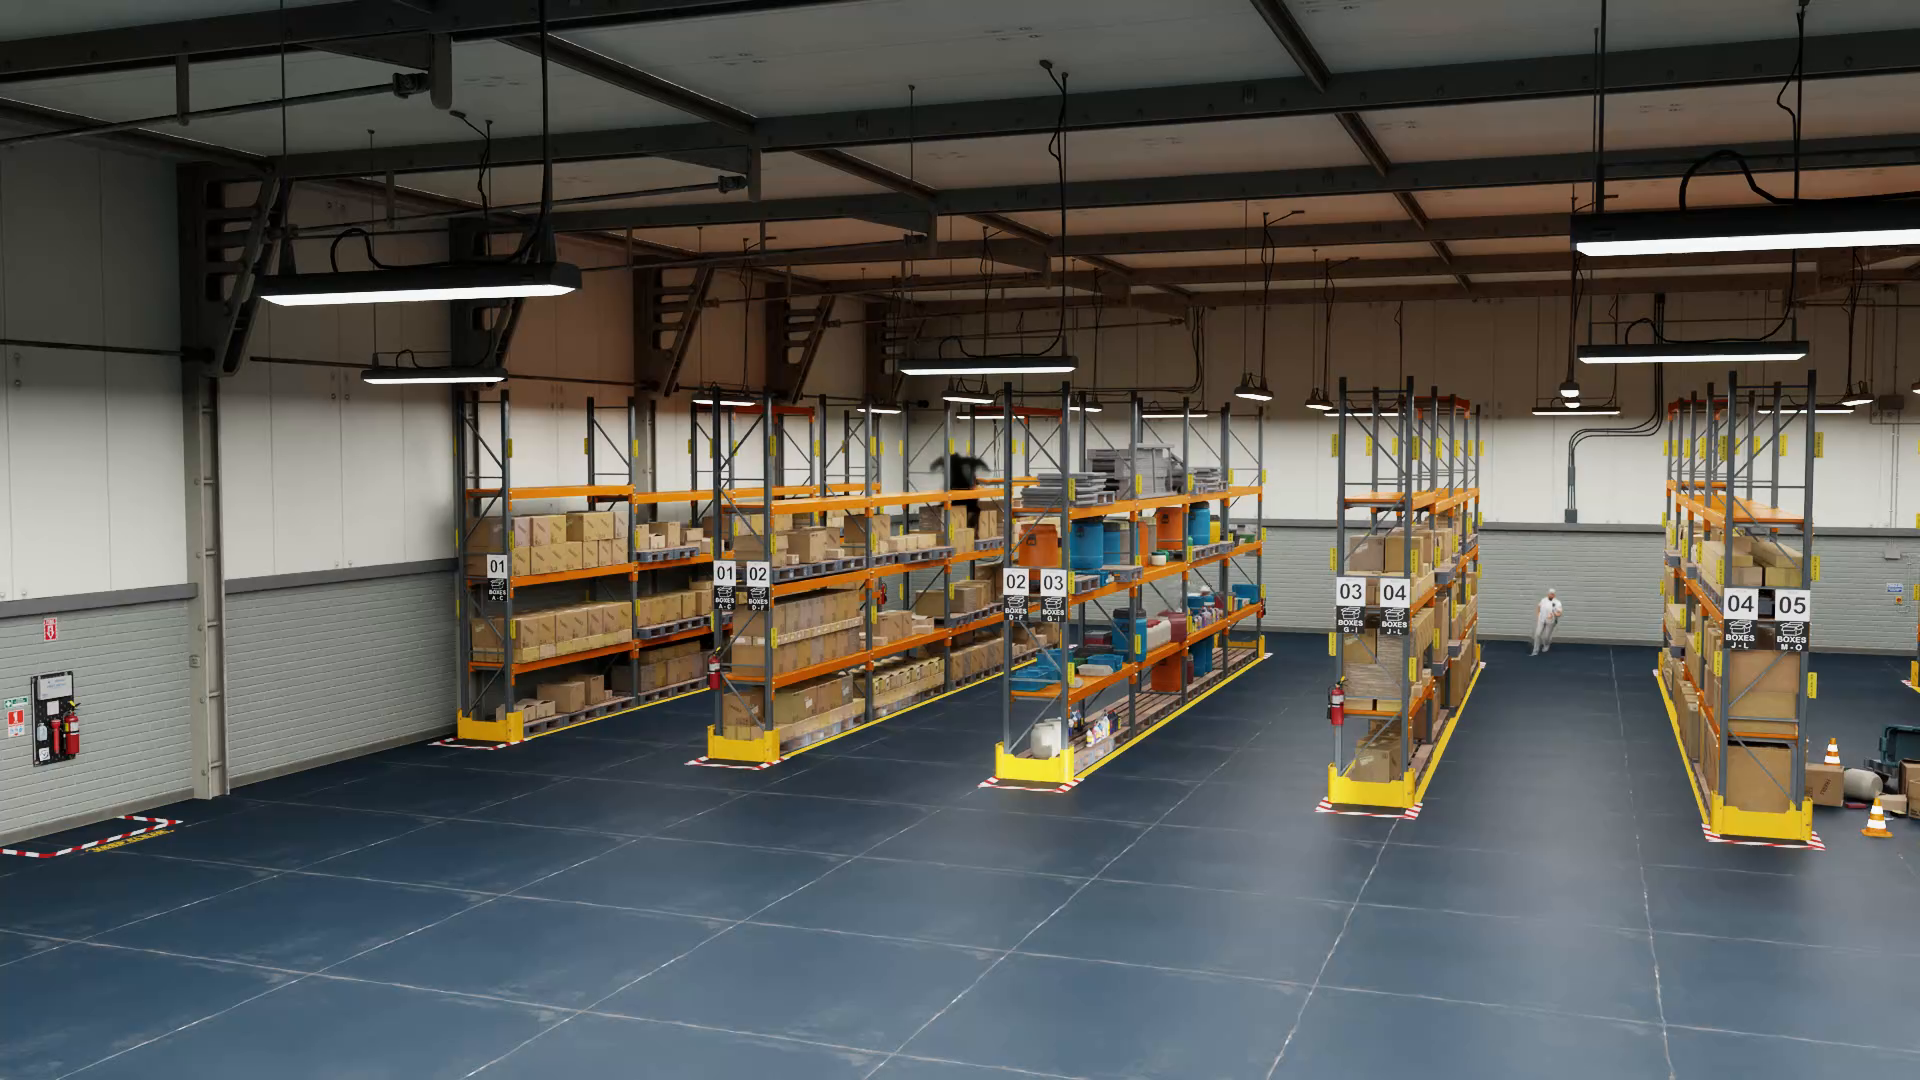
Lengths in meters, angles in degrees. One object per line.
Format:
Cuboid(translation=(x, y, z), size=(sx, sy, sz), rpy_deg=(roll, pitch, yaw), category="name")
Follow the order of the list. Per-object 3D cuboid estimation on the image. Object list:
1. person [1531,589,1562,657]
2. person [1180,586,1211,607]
Cuboid(translation=(14.188, 1.984, 40.088), size=(0.640, 1.624, 0.832), rpy_deg=(2, 4, 32), category="person")
Cuboid(translation=(5.794, 1.908, 41.367), size=(1.113, 1.577, 0.712), rpy_deg=(3, 4, 39), category="person")
